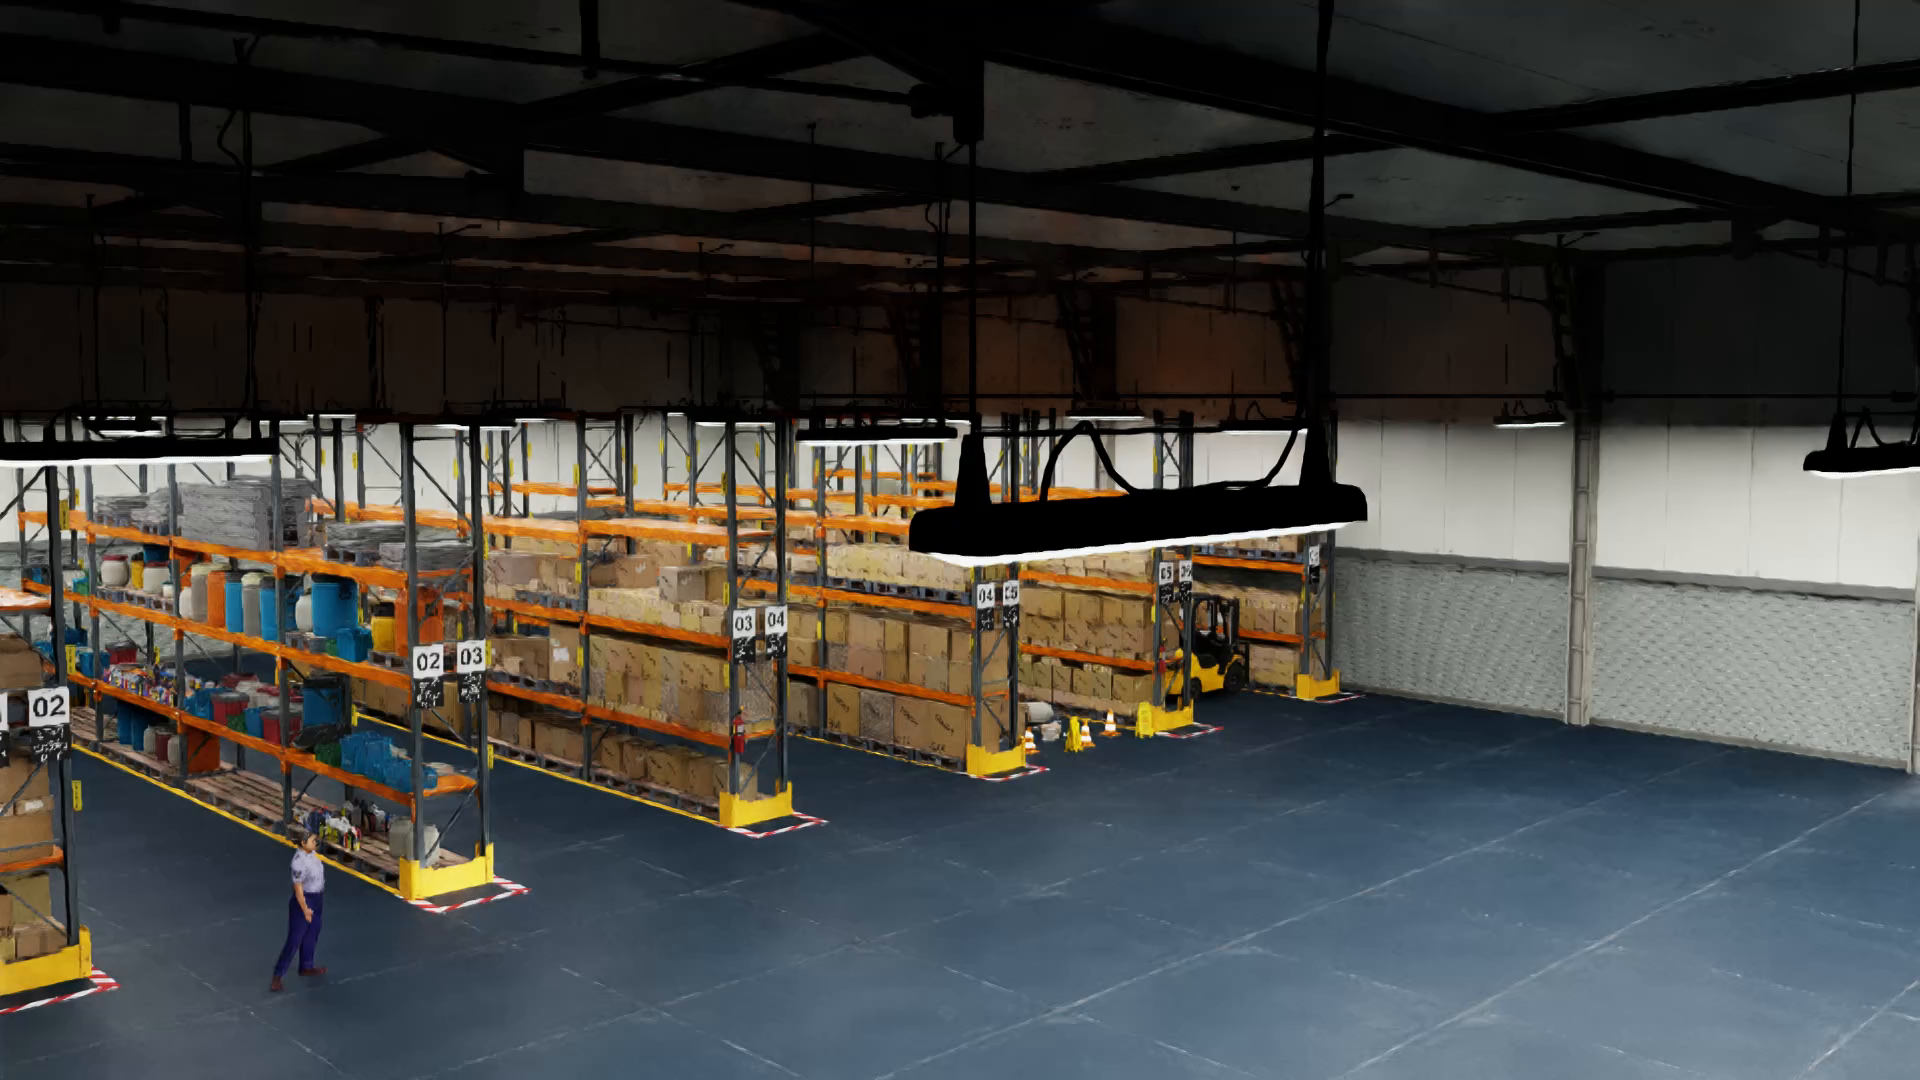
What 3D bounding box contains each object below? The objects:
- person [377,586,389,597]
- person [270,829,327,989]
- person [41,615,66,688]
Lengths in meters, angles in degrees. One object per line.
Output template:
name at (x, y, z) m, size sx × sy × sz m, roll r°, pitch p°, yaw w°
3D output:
person at (-14.074, 1.976, 40.286) m, size 0.546 × 1.733 × 0.729 m, roll 5°, pitch 7°, yaw 44°
person at (-7.161, 3.961, 17.956) m, size 0.496 × 1.642 × 0.680 m, roll 0°, pitch 5°, yaw -1°
person at (-19.443, 2.363, 35.596) m, size 0.521 × 1.763 × 0.715 m, roll 0°, pitch 5°, yaw 4°
